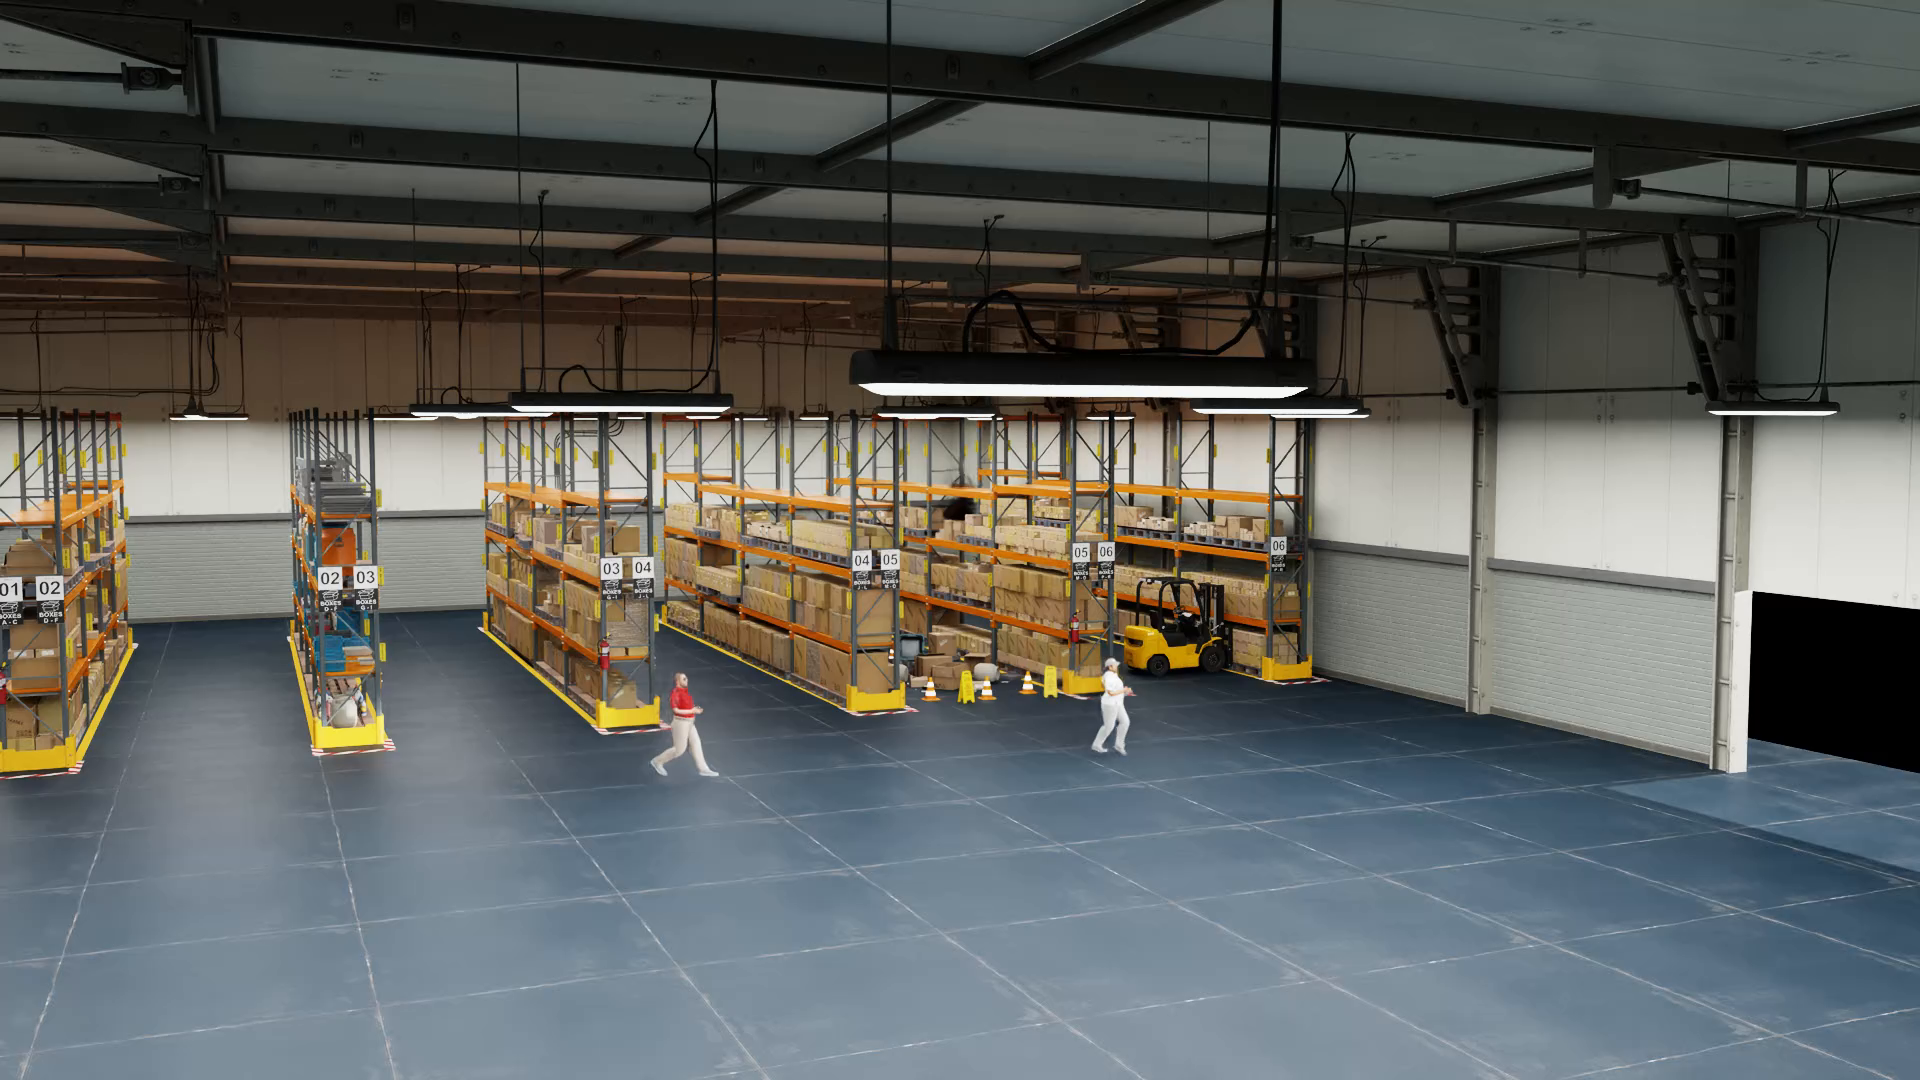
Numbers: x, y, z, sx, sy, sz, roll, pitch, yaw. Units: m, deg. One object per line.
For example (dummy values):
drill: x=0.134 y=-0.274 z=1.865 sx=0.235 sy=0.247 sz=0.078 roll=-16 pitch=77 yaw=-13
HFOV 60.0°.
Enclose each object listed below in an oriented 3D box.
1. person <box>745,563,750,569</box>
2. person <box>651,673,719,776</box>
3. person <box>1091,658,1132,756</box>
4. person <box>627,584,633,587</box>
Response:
person: x=-6.110 y=1.534 z=47.900 sx=0.584 sy=1.716 sz=0.819 roll=-2 pitch=4 yaw=-27
person: x=-4.422 y=2.974 z=26.705 sx=1.074 sy=1.689 sz=0.676 roll=0 pitch=4 yaw=6
person: x=2.623 y=2.893 z=28.655 sx=0.701 sy=1.725 sz=0.584 roll=1 pitch=4 yaw=18
person: x=-9.263 y=1.631 z=46.307 sx=0.724 sy=1.725 sz=0.653 roll=-1 pitch=4 yaw=-13
